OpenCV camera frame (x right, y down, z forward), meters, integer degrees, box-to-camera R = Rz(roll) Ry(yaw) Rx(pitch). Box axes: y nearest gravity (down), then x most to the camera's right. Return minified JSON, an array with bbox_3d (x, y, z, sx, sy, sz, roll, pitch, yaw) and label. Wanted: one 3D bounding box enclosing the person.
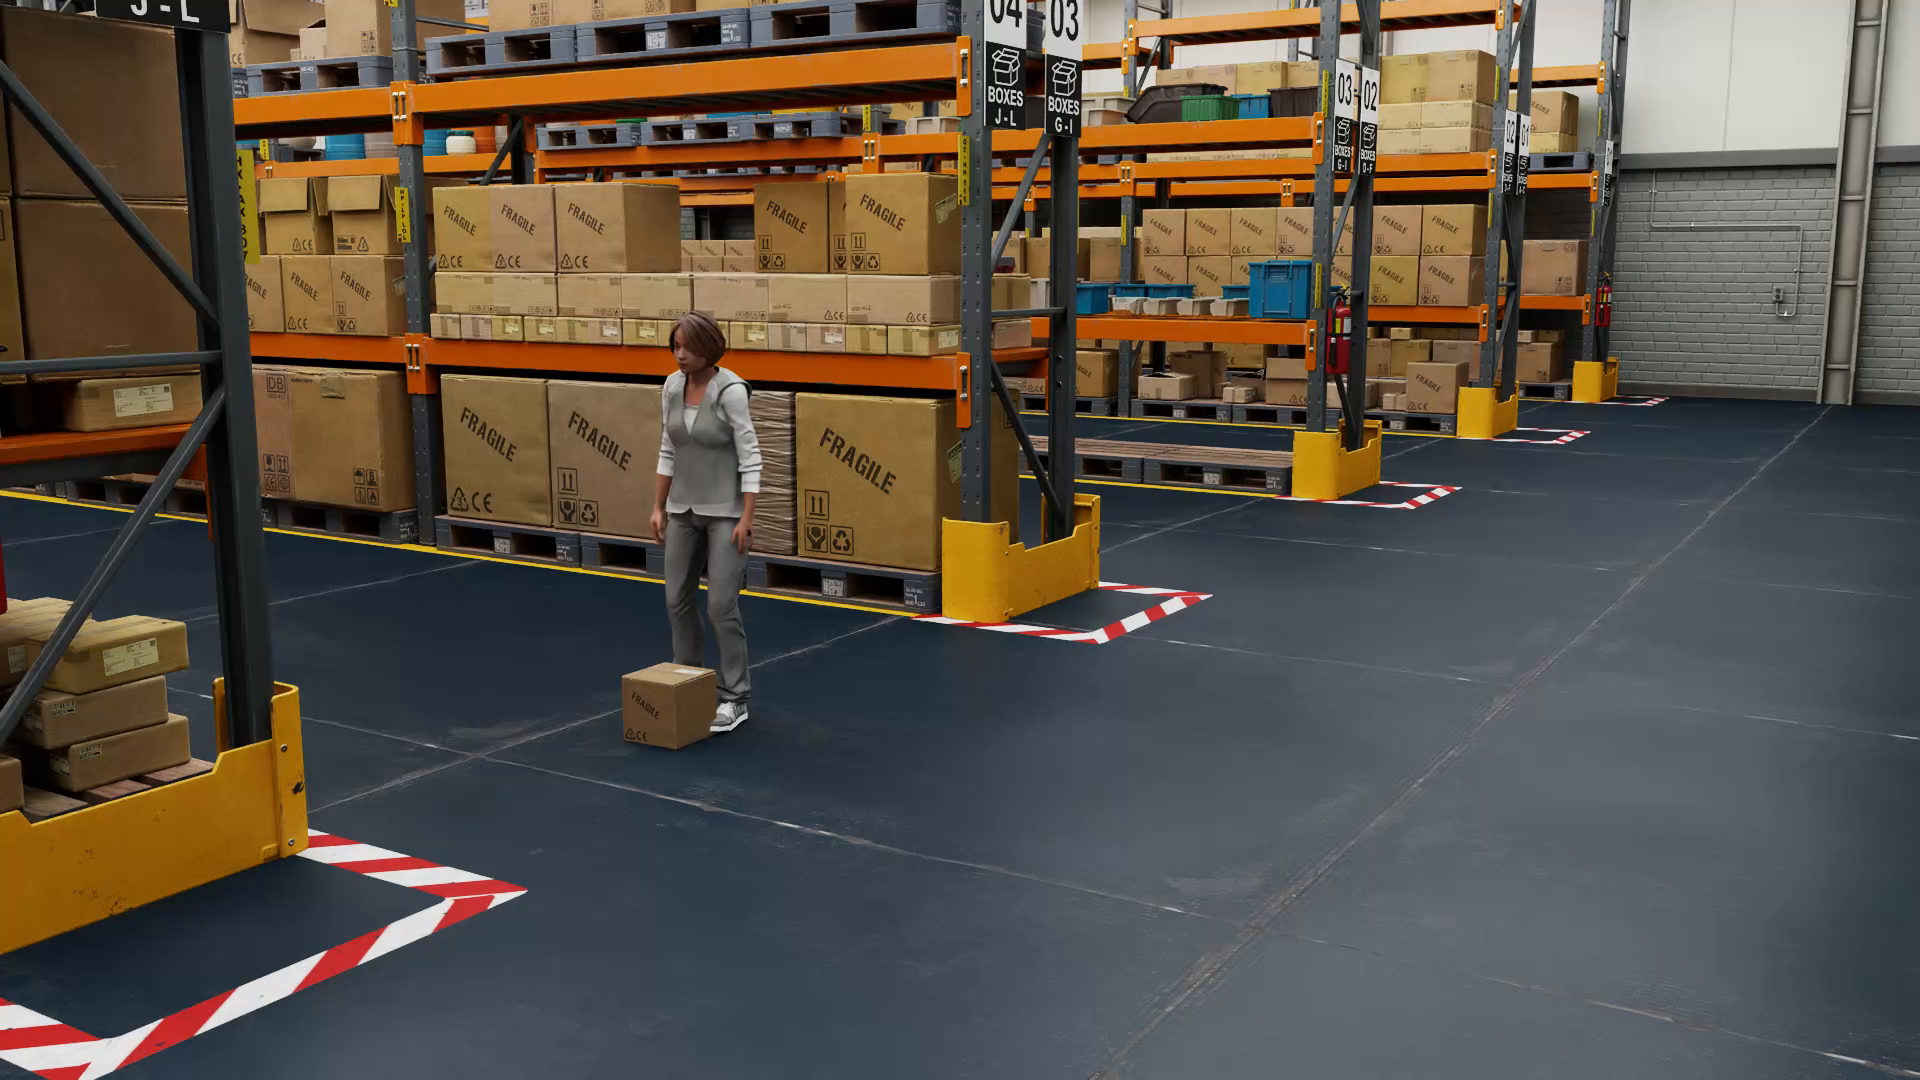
[{"bbox_3d":[-0.970,-0.075,6.359,0.483,1.594,0.340,5,11,28],"label":"person"}]
